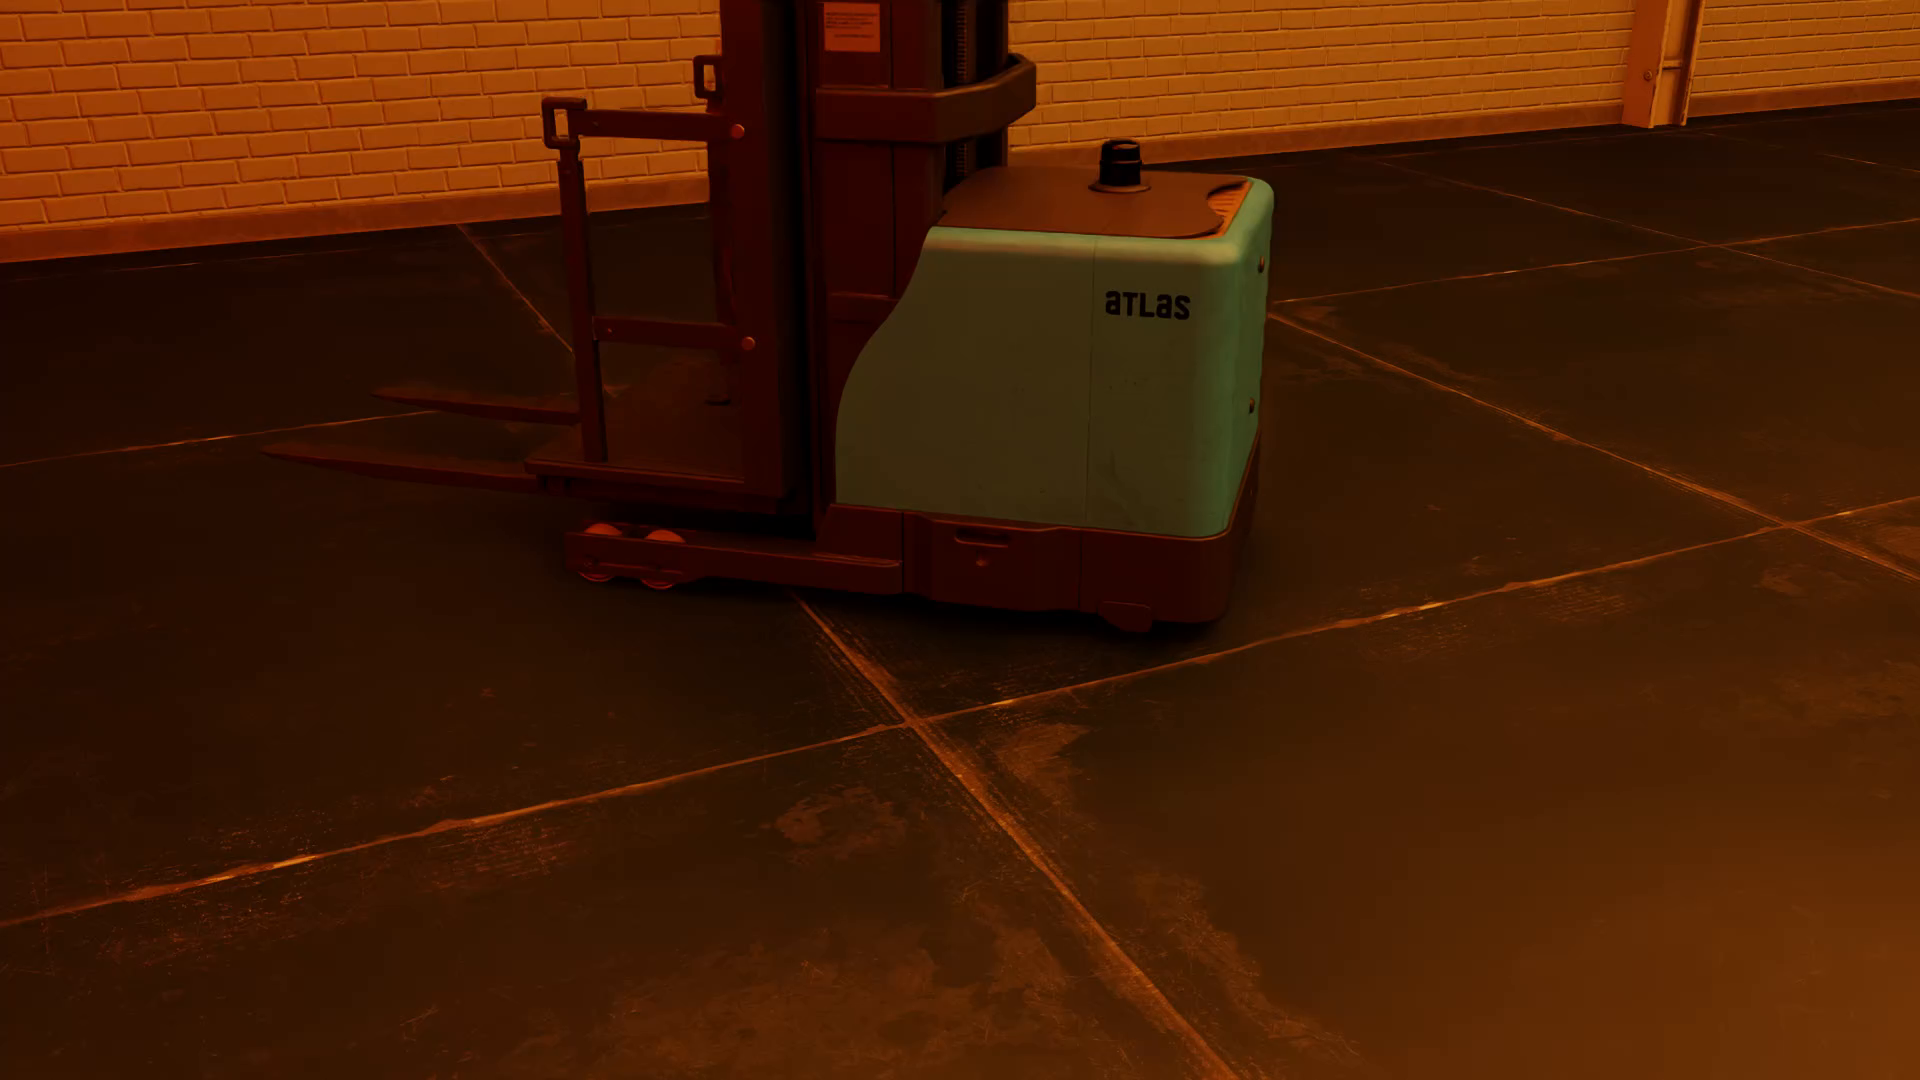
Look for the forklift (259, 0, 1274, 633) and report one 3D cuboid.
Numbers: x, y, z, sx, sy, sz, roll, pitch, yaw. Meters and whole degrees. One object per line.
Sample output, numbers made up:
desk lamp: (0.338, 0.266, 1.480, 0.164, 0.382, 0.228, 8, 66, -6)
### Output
forklift: (-0.645, -1.401, 4.658, 3.031, 2.935, 1.130, 6, 23, 14)
